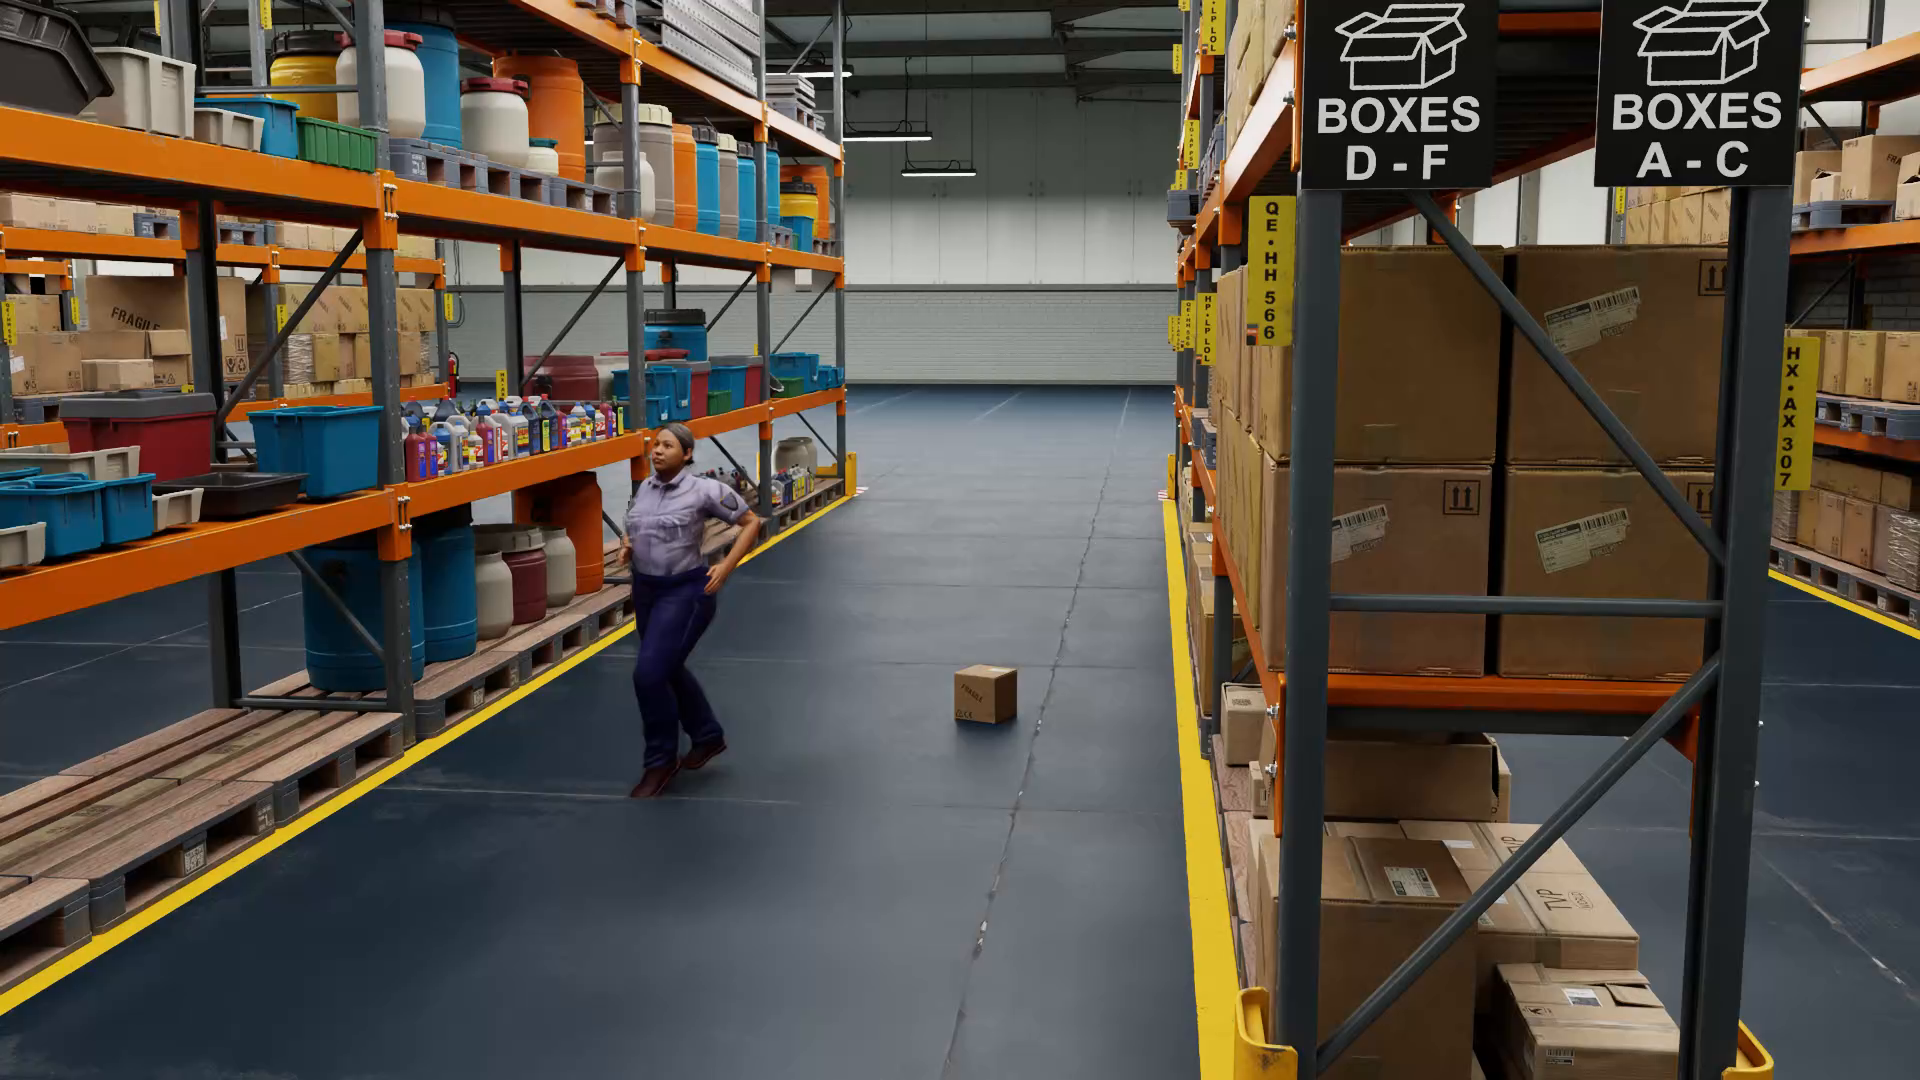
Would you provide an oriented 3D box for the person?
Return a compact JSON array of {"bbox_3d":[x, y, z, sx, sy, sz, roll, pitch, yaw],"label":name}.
[{"bbox_3d":[-1.288,0.319,7.570,0.618,1.708,0.614,6,10,38],"label":"person"}]
